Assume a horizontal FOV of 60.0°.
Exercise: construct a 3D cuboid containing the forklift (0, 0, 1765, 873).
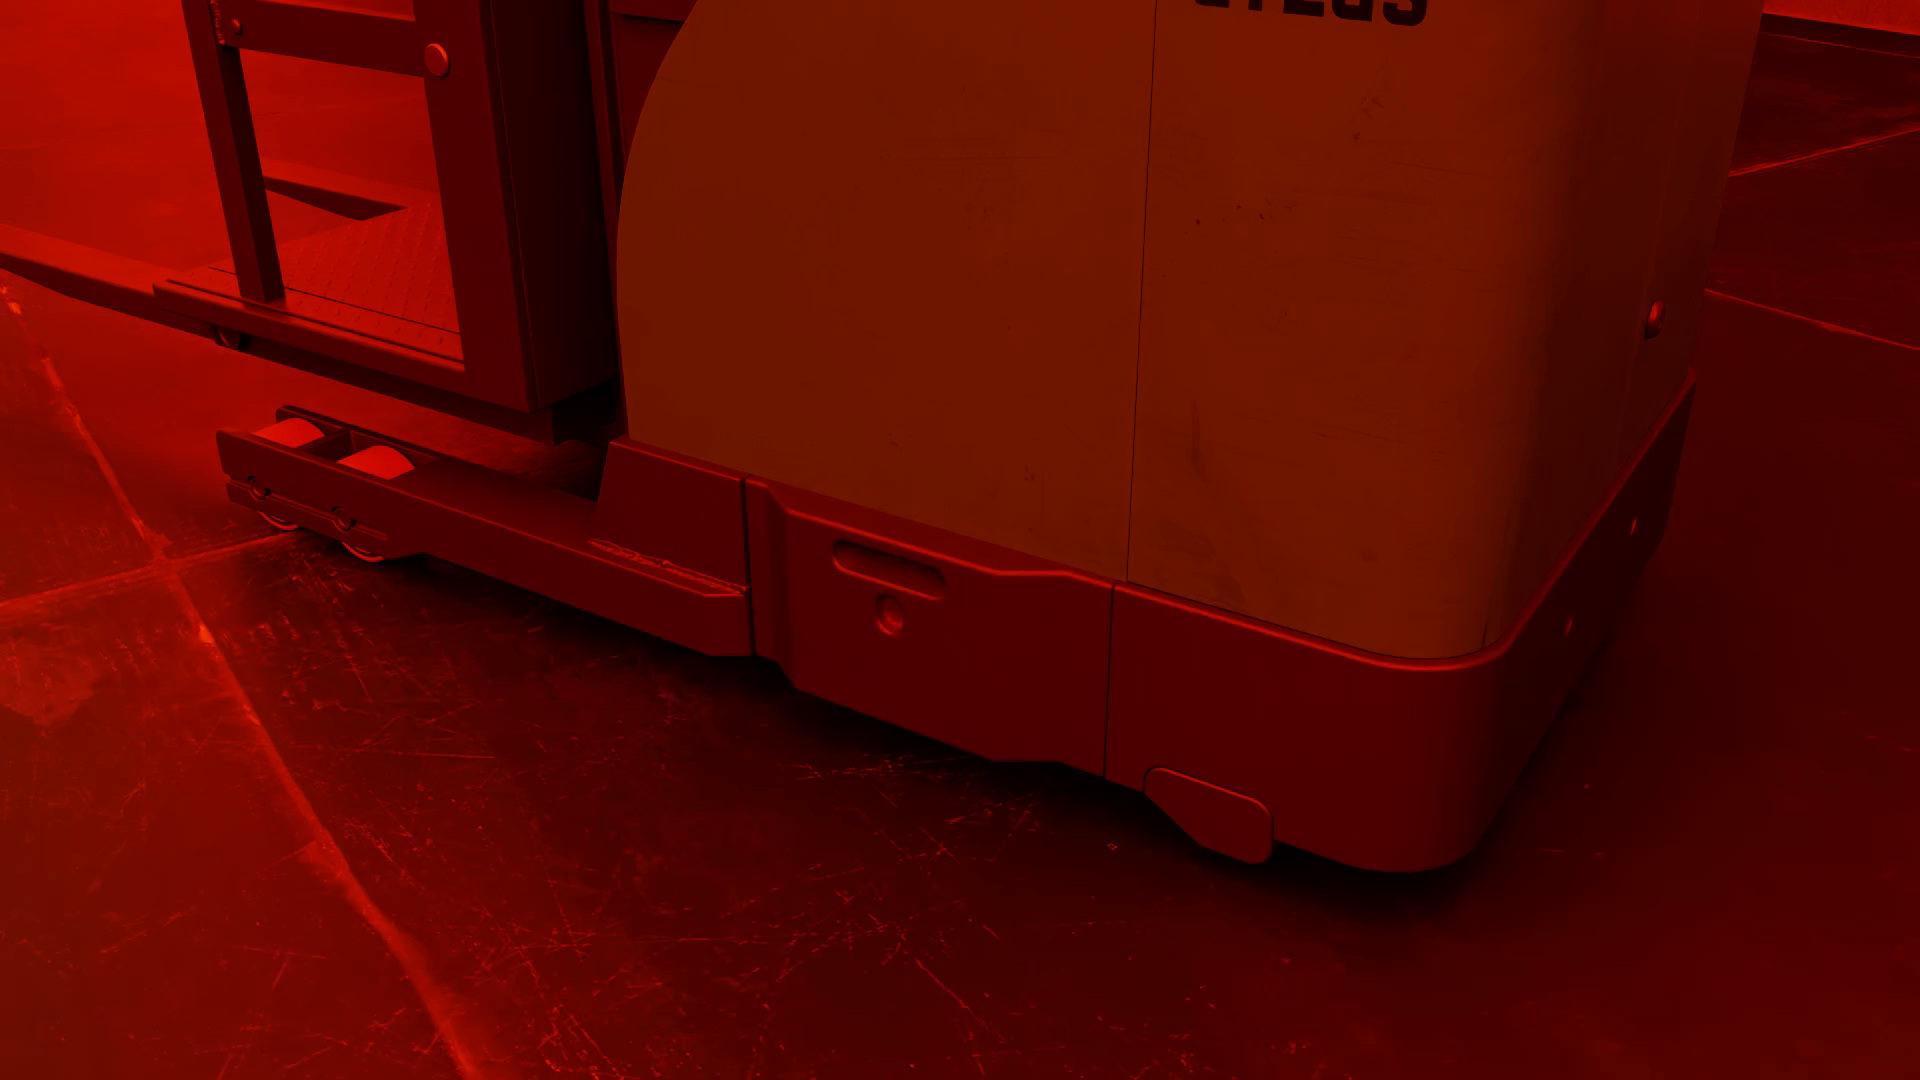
[{"bbox_3d":[-0.511,-1.459,2.139,3.031,2.935,1.130,16,31,29],"label":"forklift"}]
